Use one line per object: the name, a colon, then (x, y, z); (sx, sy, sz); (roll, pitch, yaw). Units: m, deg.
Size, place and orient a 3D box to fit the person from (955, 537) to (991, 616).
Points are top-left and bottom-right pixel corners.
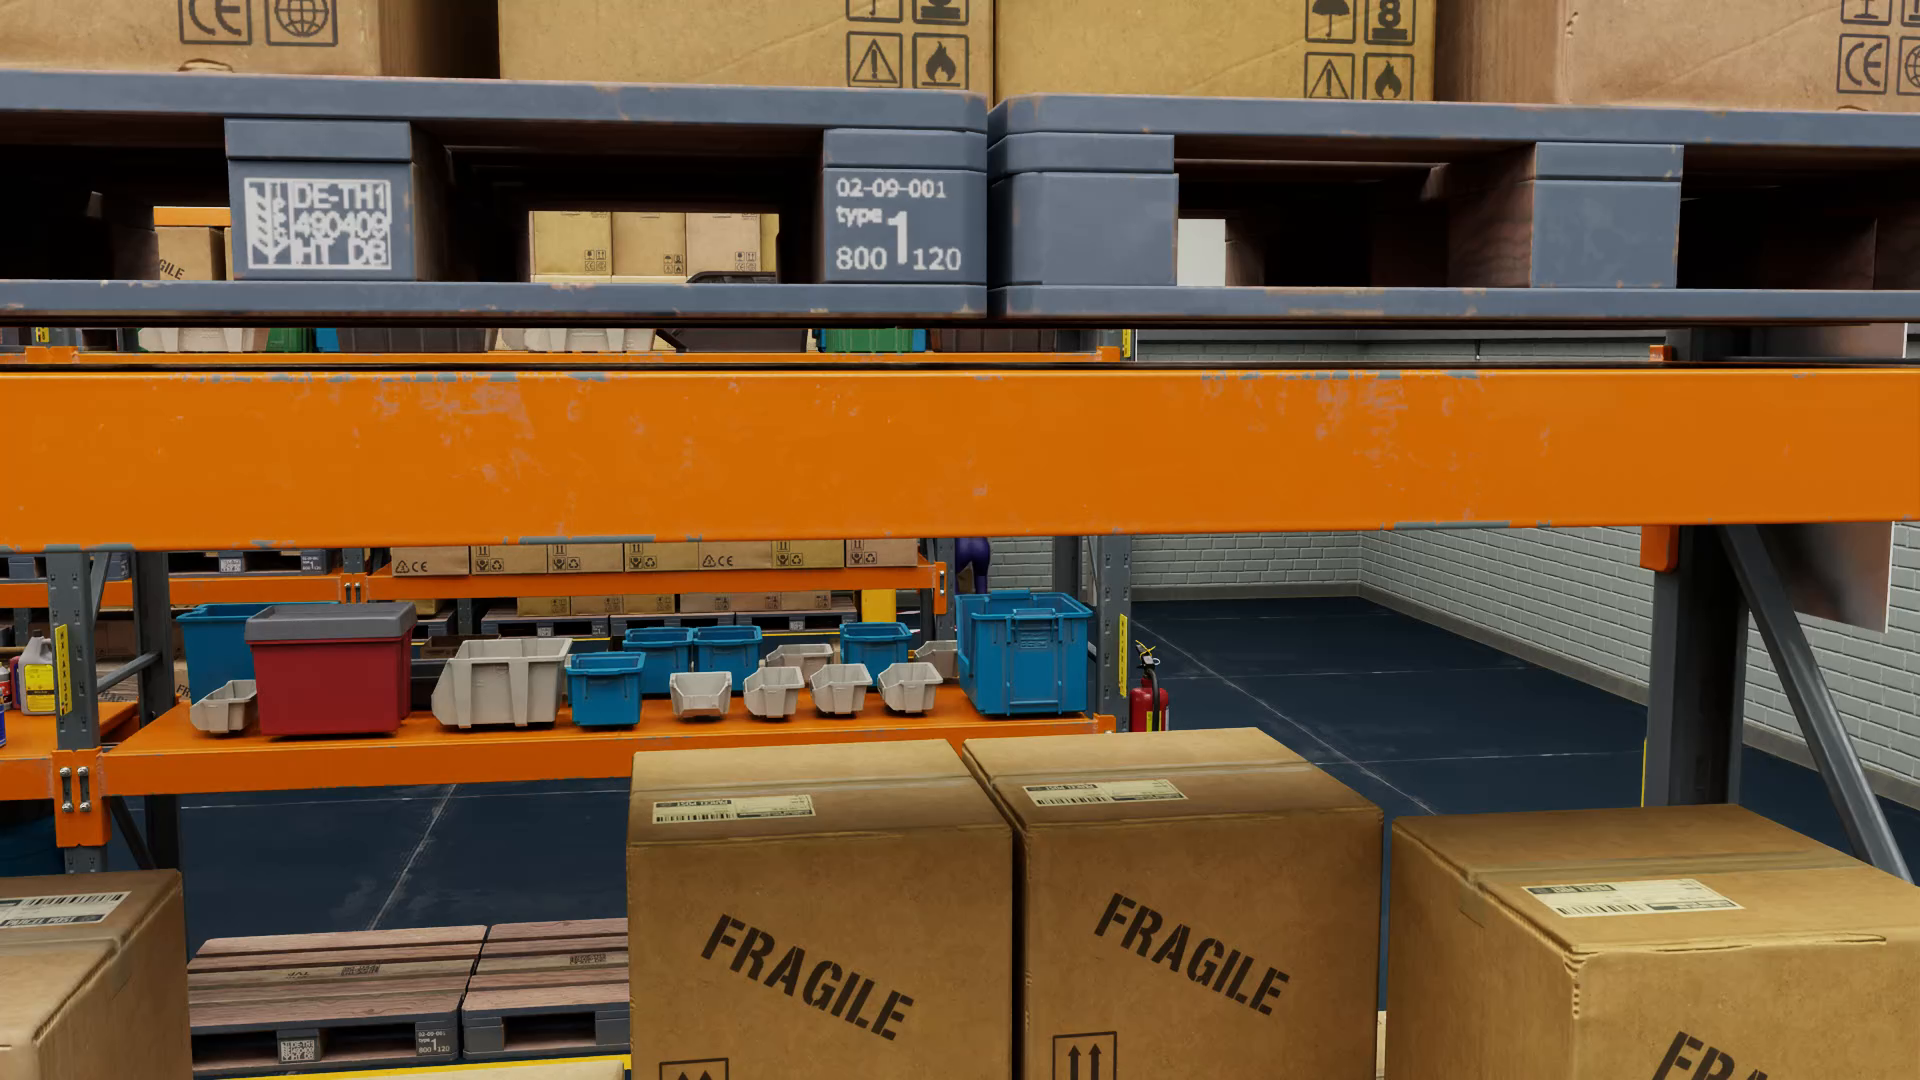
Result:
person: (0.045, 0.117, 17.658); (0.536, 1.368, 0.654); (-1, 7, -11)
